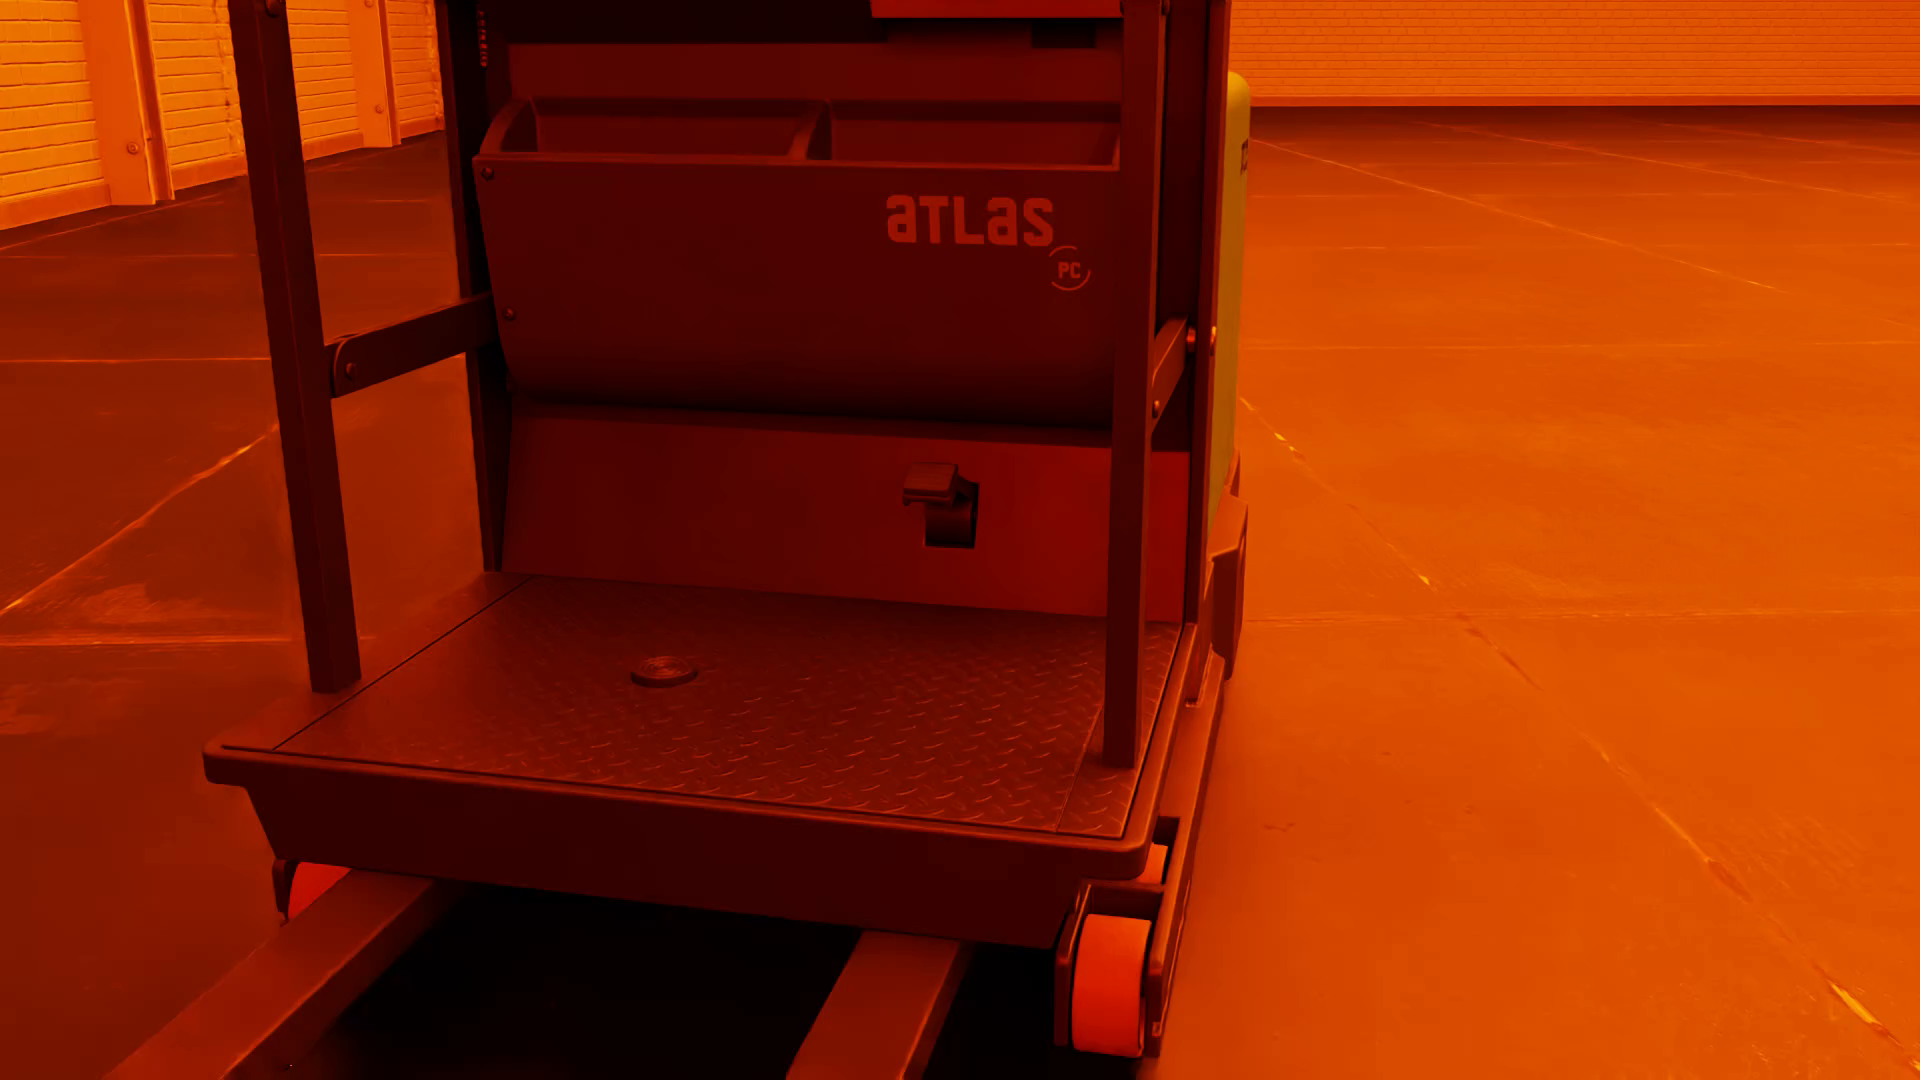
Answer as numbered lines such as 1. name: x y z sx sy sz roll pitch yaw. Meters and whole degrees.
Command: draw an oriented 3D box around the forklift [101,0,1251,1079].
1. forklift: -0.242 -0.917 1.906 1.130 2.935 3.031 4 17 12
